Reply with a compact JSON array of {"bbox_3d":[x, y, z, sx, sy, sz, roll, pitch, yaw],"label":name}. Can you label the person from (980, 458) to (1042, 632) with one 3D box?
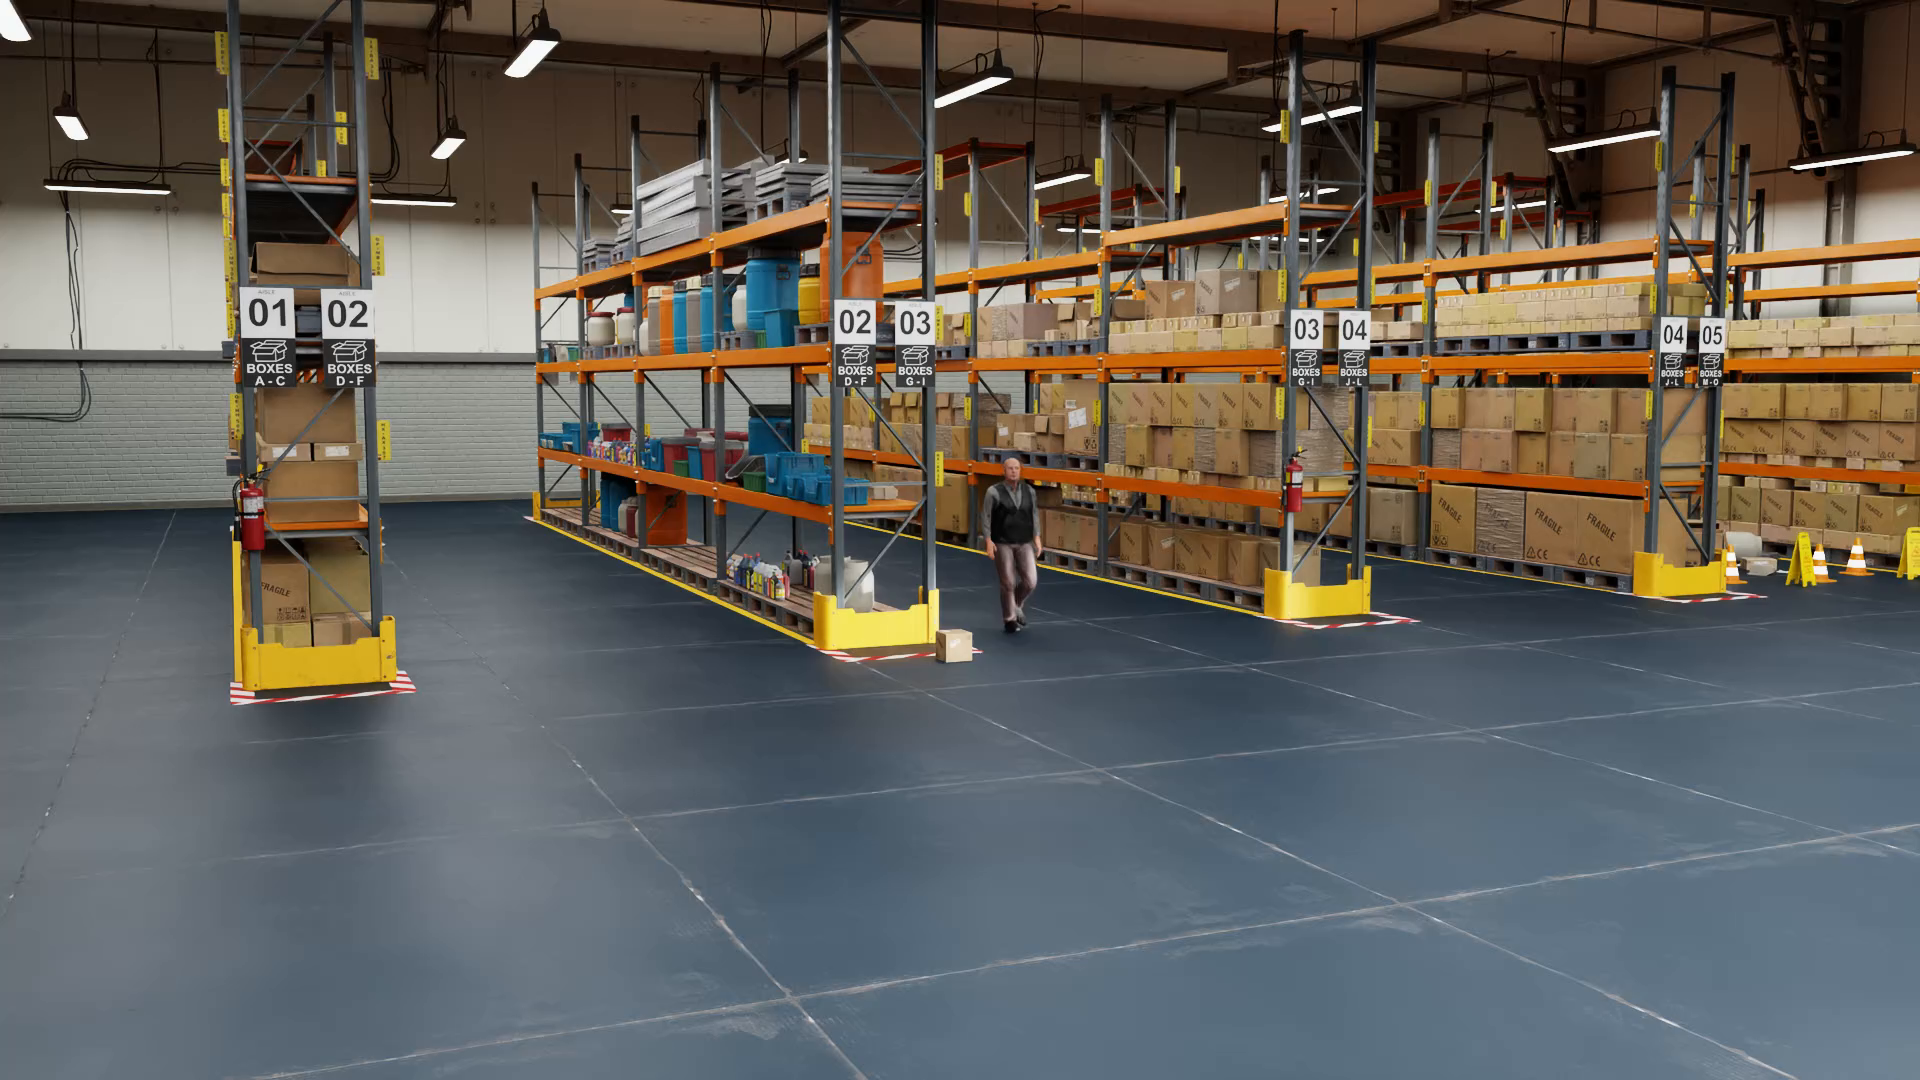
[{"bbox_3d":[0.496,0.050,16.317,0.604,1.712,0.494,-2,6,-20],"label":"person"}]
